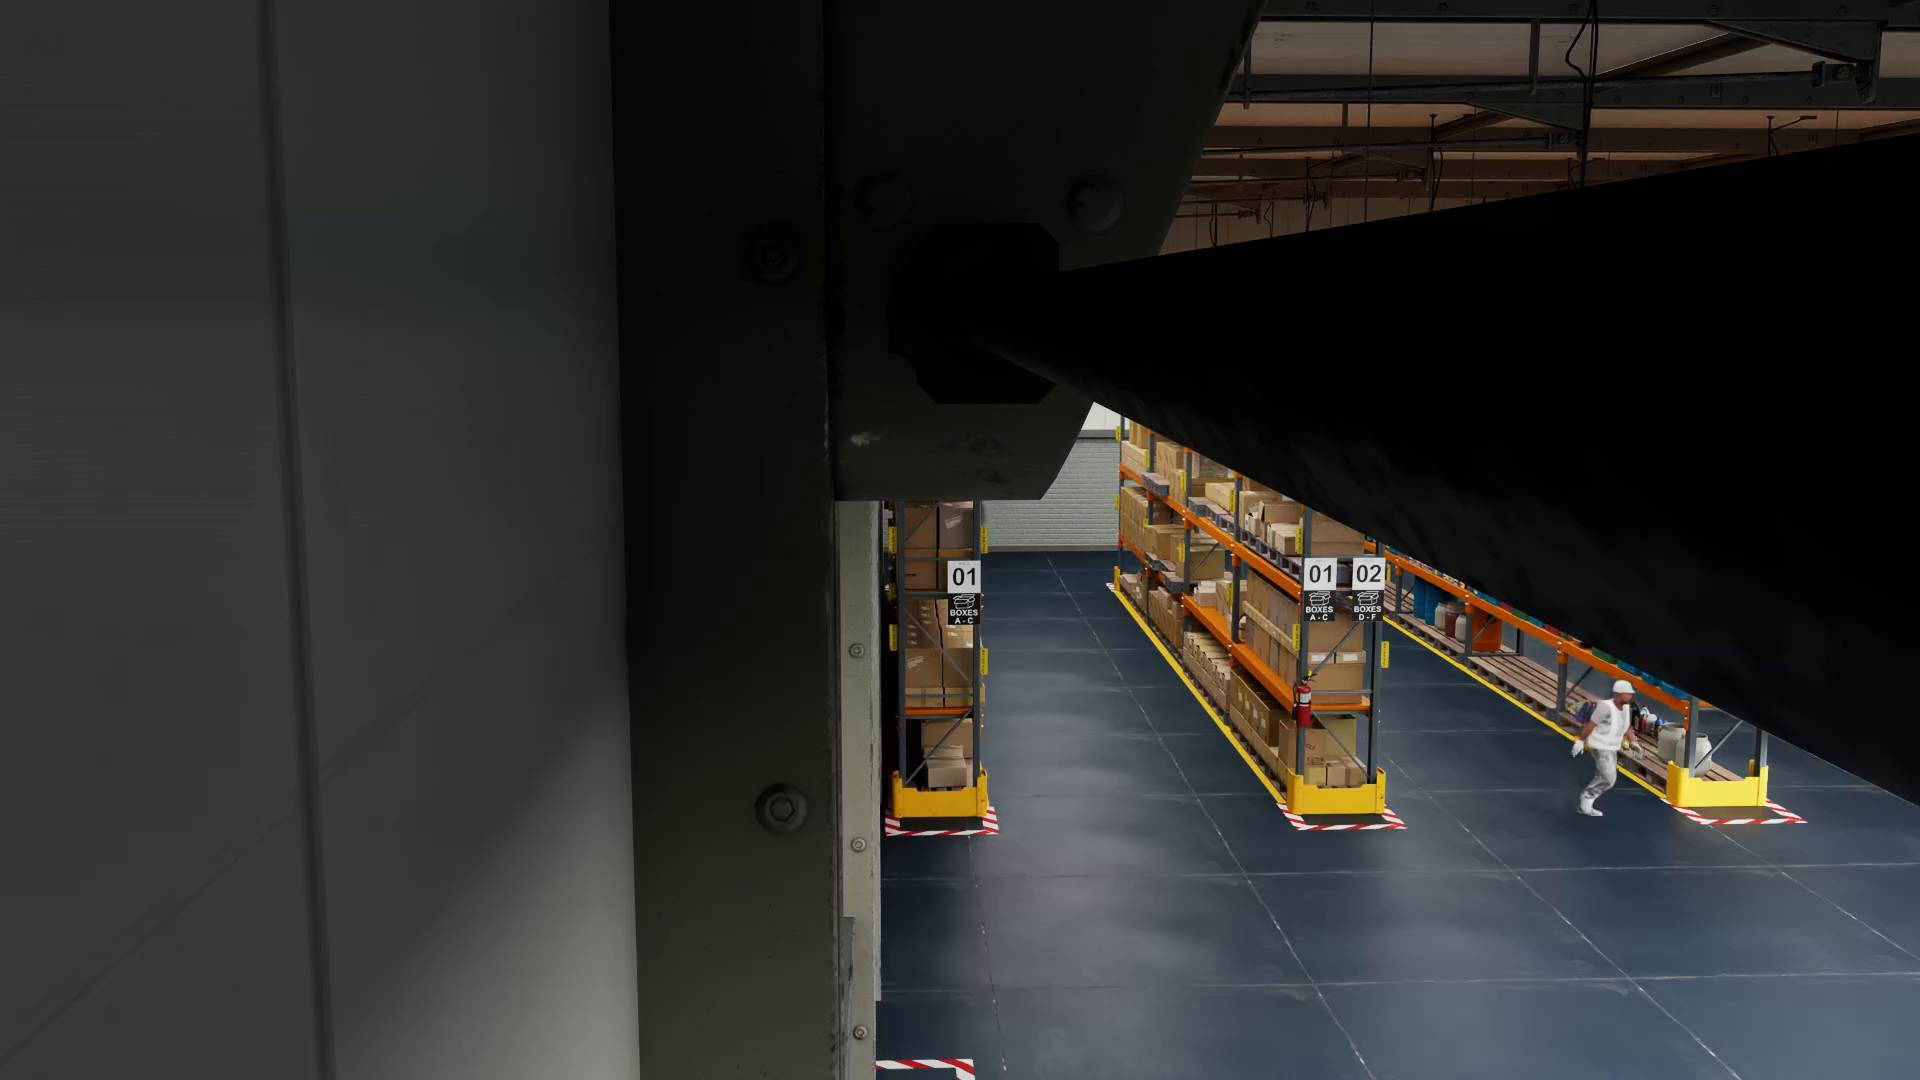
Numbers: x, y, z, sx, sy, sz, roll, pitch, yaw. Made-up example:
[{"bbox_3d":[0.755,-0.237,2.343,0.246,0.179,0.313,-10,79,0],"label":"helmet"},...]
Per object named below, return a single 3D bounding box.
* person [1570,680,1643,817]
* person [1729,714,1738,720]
[{"bbox_3d":[7.932,2.526,20.345,0.681,1.673,0.650,-8,11,-42],"label":"person"},{"bbox_3d":[11.881,1.899,25.219,0.763,1.689,0.552,1,8,9],"label":"person"}]
